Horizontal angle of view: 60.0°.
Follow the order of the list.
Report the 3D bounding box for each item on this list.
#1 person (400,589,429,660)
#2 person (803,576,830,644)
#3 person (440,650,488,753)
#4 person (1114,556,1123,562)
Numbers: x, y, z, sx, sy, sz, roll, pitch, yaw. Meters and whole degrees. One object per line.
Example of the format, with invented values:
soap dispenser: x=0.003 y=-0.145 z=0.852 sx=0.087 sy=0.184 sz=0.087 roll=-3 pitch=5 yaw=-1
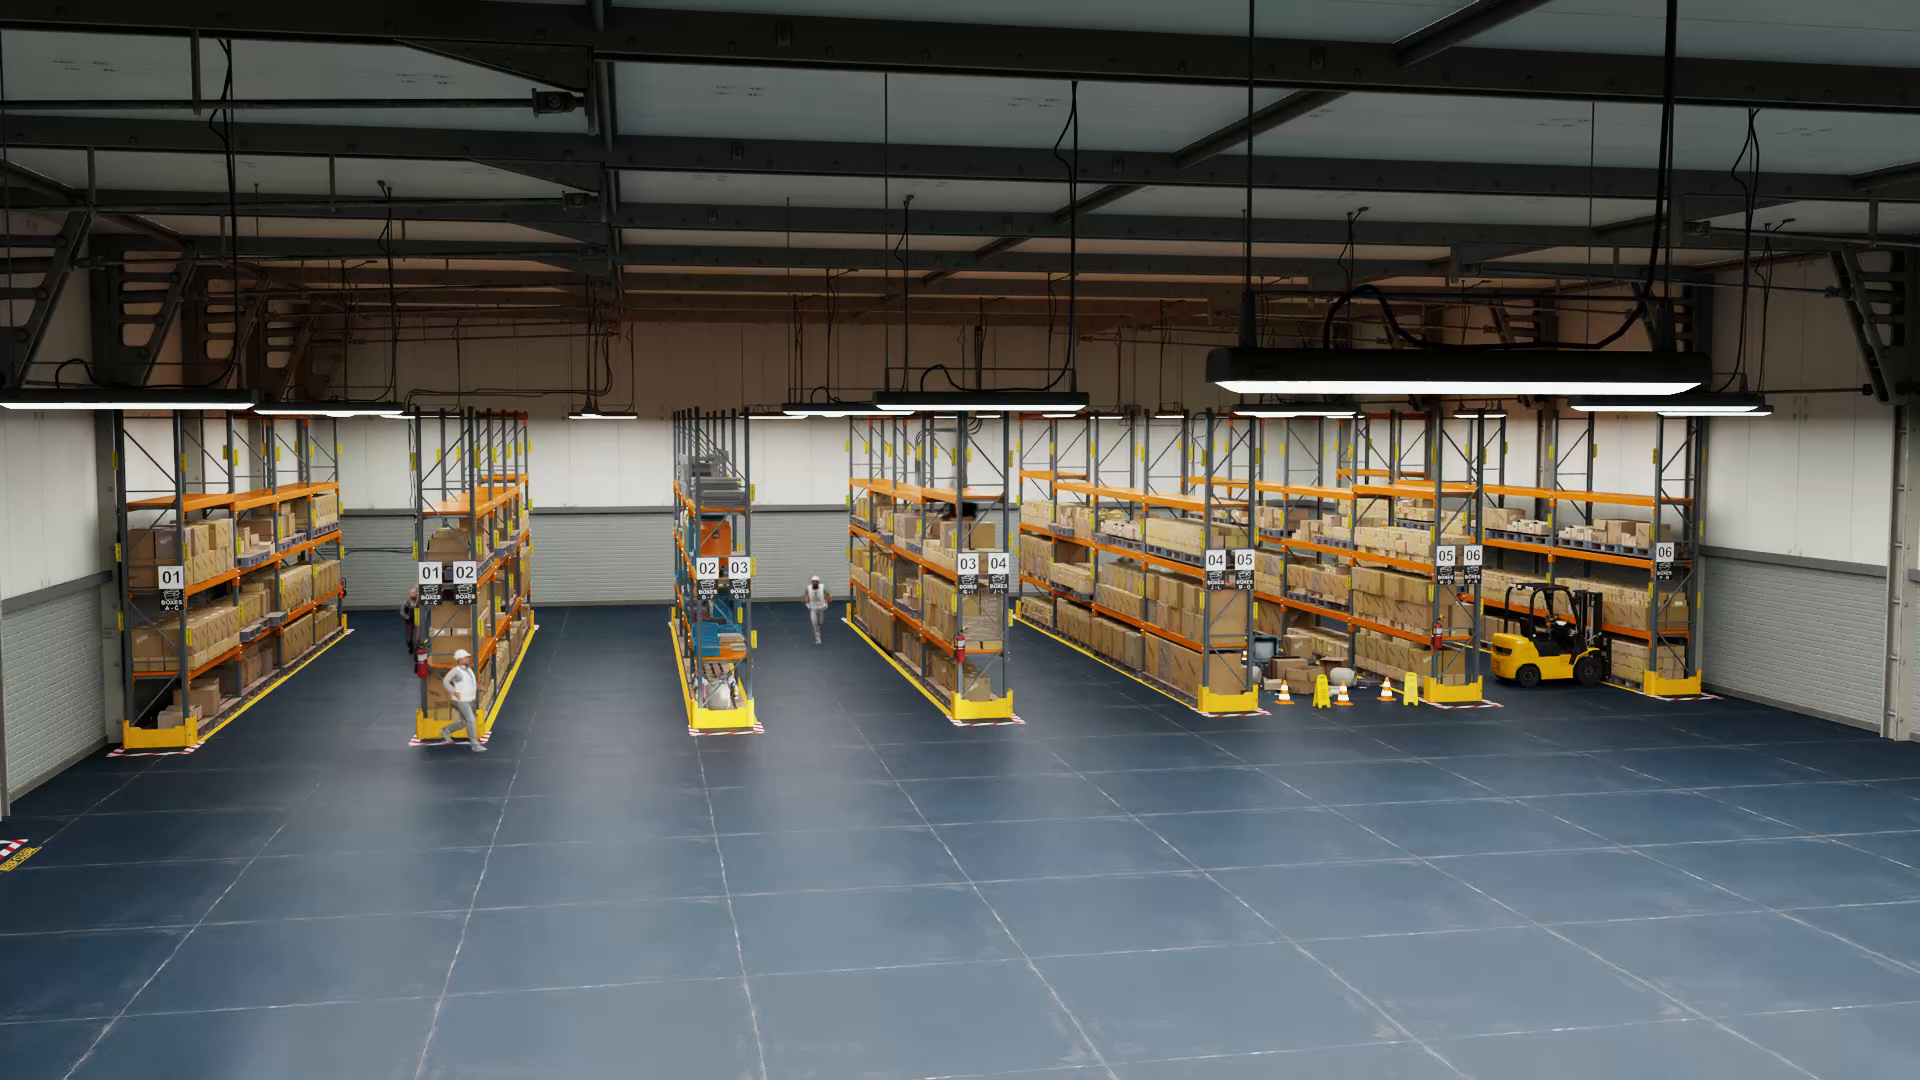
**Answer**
person: x=-13.151 y=2.069 z=40.110 sx=0.669 sy=1.611 sz=0.760 roll=-1 pitch=4 yaw=-16
person: x=-3.738 y=1.793 z=43.334 sx=0.686 sy=1.766 sz=0.957 roll=-1 pitch=4 yaw=-7
person: x=-8.650 y=2.788 z=28.905 sx=0.931 sy=1.778 sz=0.663 roll=1 pitch=4 yaw=10
person: x=4.877 y=1.316 z=50.353 sx=0.859 sy=1.700 sz=0.588 roll=-1 pitch=4 yaw=-11
